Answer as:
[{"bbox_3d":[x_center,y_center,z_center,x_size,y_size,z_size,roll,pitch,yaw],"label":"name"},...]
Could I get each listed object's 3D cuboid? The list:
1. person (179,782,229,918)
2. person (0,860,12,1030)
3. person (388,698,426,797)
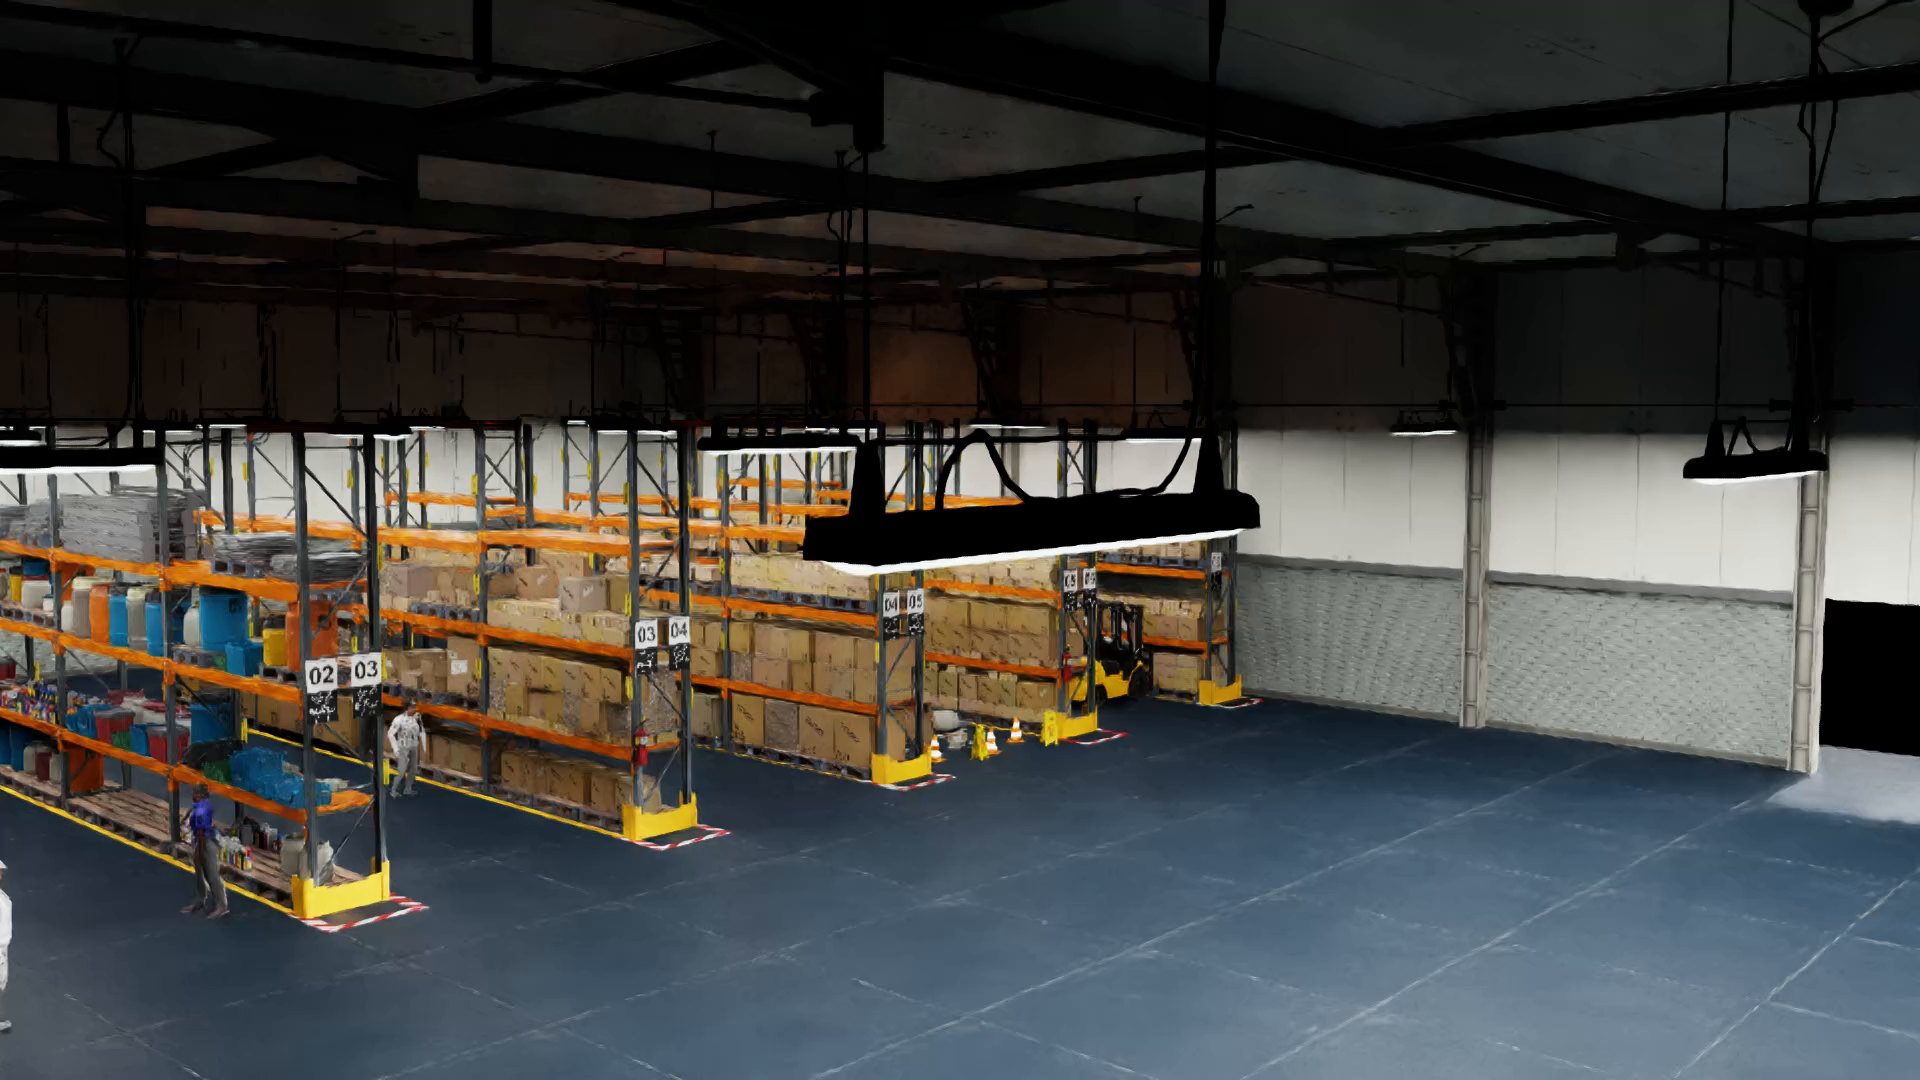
[{"bbox_3d":[-9.377,3.811,20.560,0.562,1.651,0.587,-2,5,-24],"label":"person"},{"bbox_3d":[-9.758,4.072,16.635,0.469,1.775,0.715,-2,5,-21],"label":"person"},{"bbox_3d":[-8.912,3.334,26.801,0.508,1.631,0.639,4,6,40],"label":"person"}]
